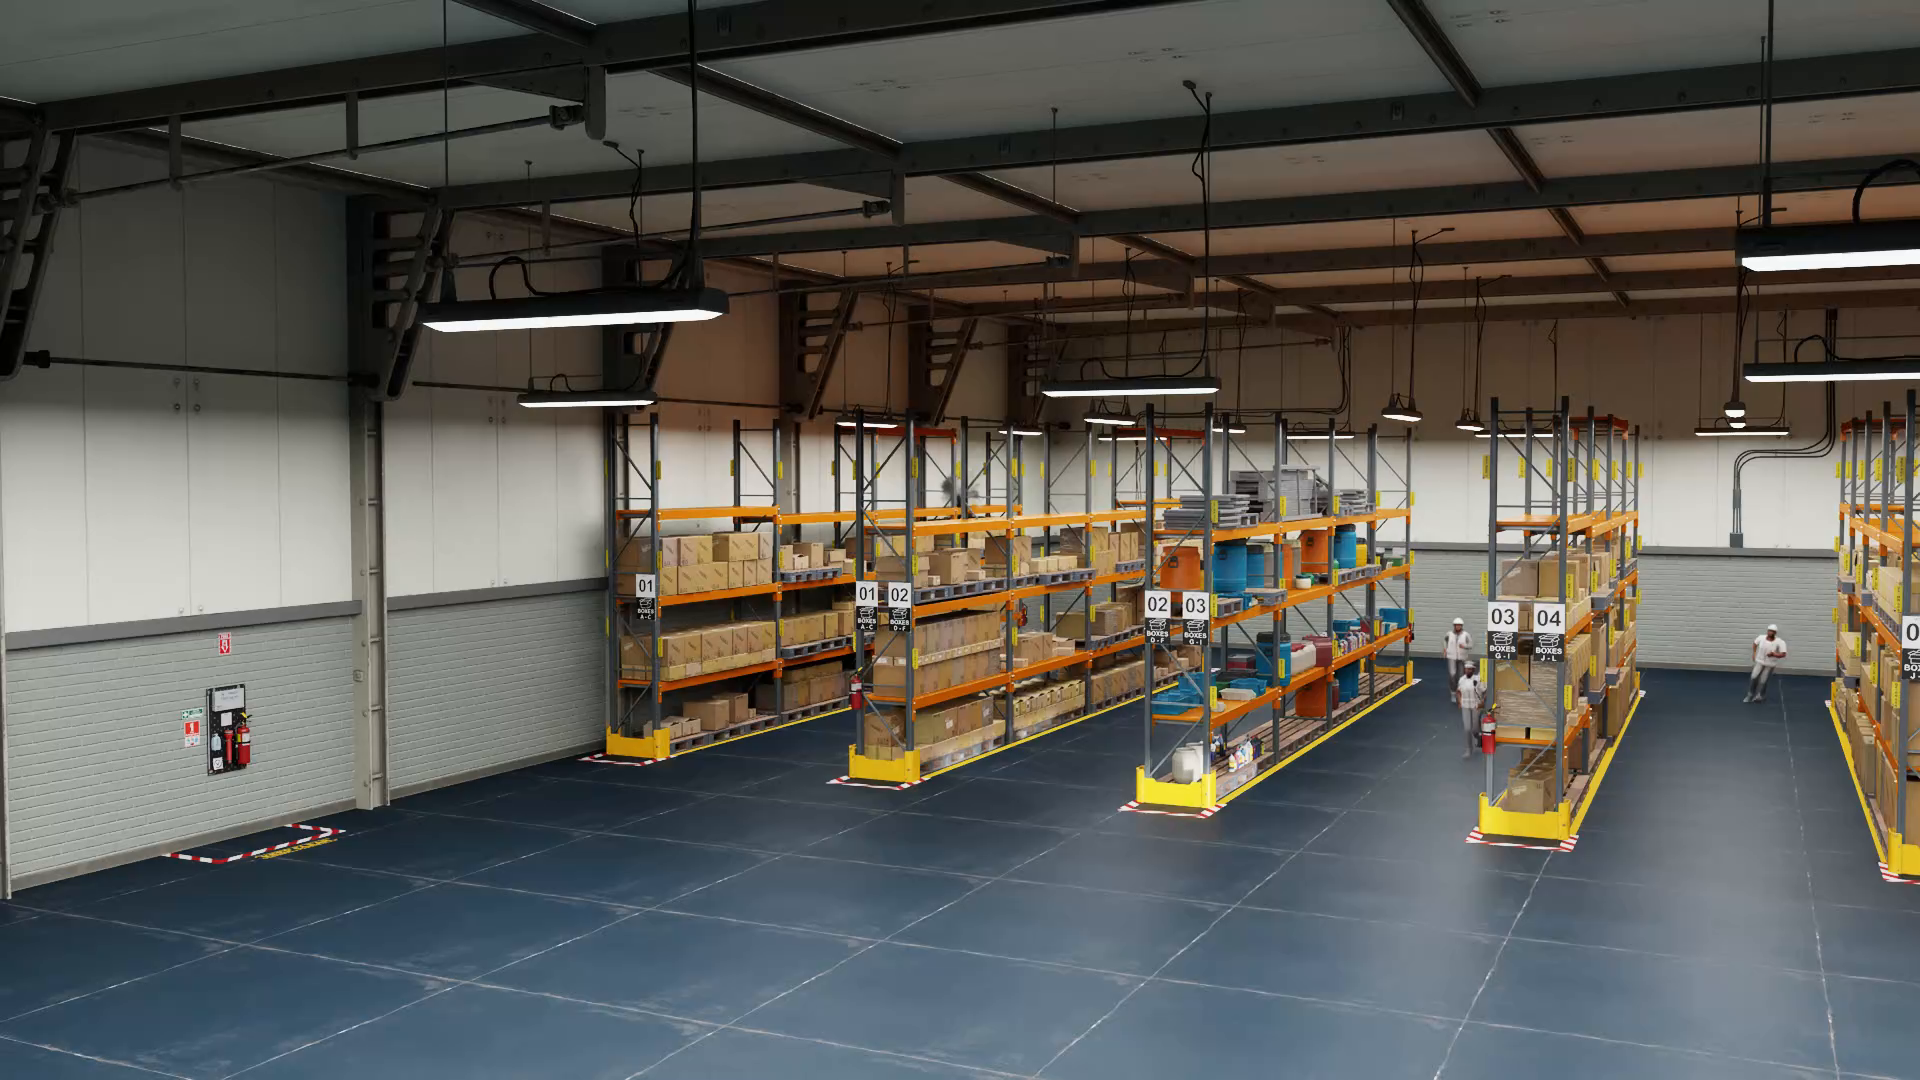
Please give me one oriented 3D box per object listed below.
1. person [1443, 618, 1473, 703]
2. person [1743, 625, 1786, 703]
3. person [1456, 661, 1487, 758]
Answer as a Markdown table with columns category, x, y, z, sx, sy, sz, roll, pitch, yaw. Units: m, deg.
| category | x | y | z | sx | sy | sz | roll | pitch | yaw |
| --- | --- | --- | --- | --- | --- | --- | --- | --- | --- |
| person | 10.785 | 2.590 | 36.036 | 0.627 | 1.824 | 0.869 | 1 | 2 | 15 |
| person | 17.264 | 2.661 | 35.630 | 0.811 | 1.740 | 0.726 | 2 | 3 | 35 |
| person | 9.008 | 2.945 | 29.196 | 0.575 | 1.695 | 0.676 | 1 | 3 | 31 |
